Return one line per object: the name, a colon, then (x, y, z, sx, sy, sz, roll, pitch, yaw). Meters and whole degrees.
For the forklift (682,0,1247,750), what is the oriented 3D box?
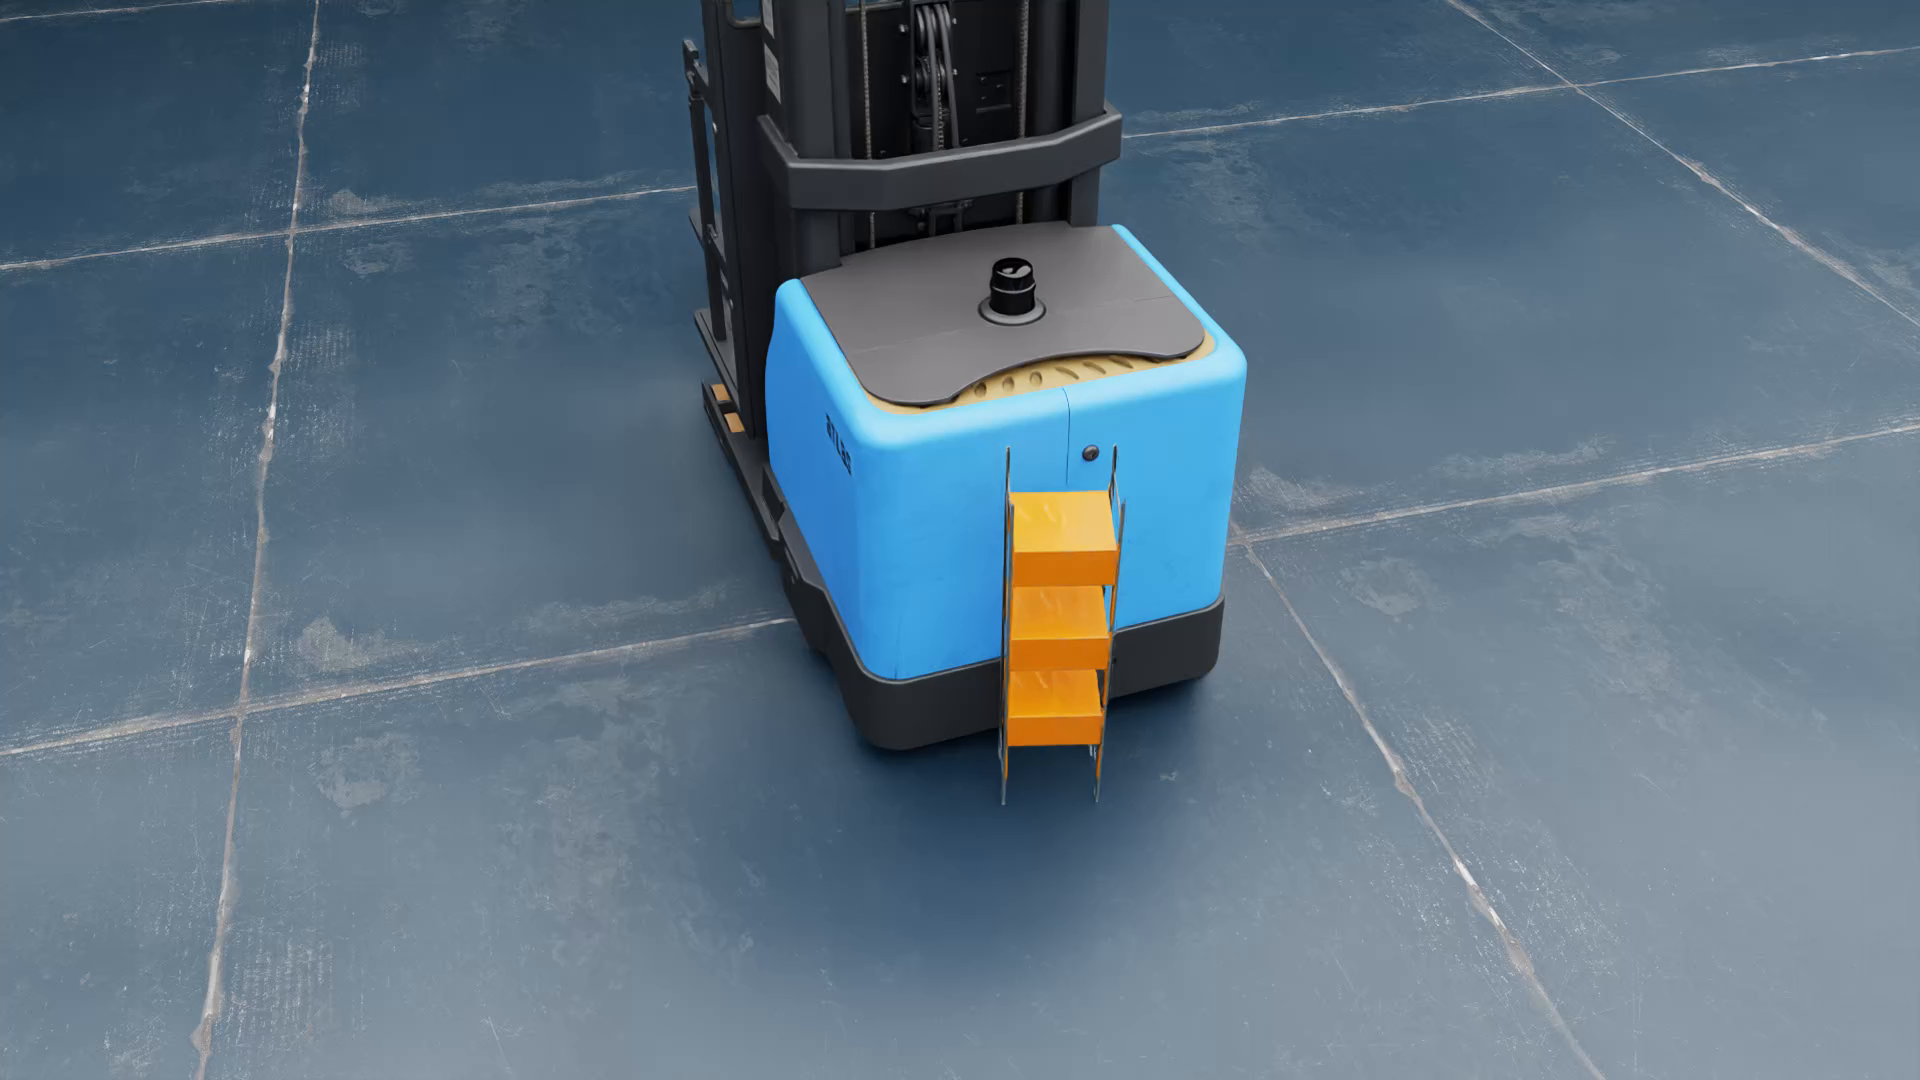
forklift: (-0.245, -1.505, 4.805, 1.130, 2.935, 3.031, -12, 39, -16)

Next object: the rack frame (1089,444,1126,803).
rack frame: (0.355, 0.235, 4.063, 0.008, 1.050, 0.200, -1, 43, -1)

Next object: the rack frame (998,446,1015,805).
rack frame: (0.111, 0.240, 4.057, 0.008, 1.050, 0.200, -1, 43, -1)

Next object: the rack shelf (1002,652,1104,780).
rack shelf: (0.233, 0.449, 4.257, 0.240, 0.259, 0.215, -1, 43, -1)

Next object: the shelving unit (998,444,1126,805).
shelving unit: (0.233, 0.238, 4.060, 0.252, 1.050, 0.215, -1, 43, -1)

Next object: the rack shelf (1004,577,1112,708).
rack shelf: (0.233, 0.245, 4.068, 0.240, 0.259, 0.215, -1, 43, -1)

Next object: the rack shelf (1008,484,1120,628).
rack shelf: (0.234, 0.038, 3.874, 0.240, 0.259, 0.215, -1, 43, -1)
